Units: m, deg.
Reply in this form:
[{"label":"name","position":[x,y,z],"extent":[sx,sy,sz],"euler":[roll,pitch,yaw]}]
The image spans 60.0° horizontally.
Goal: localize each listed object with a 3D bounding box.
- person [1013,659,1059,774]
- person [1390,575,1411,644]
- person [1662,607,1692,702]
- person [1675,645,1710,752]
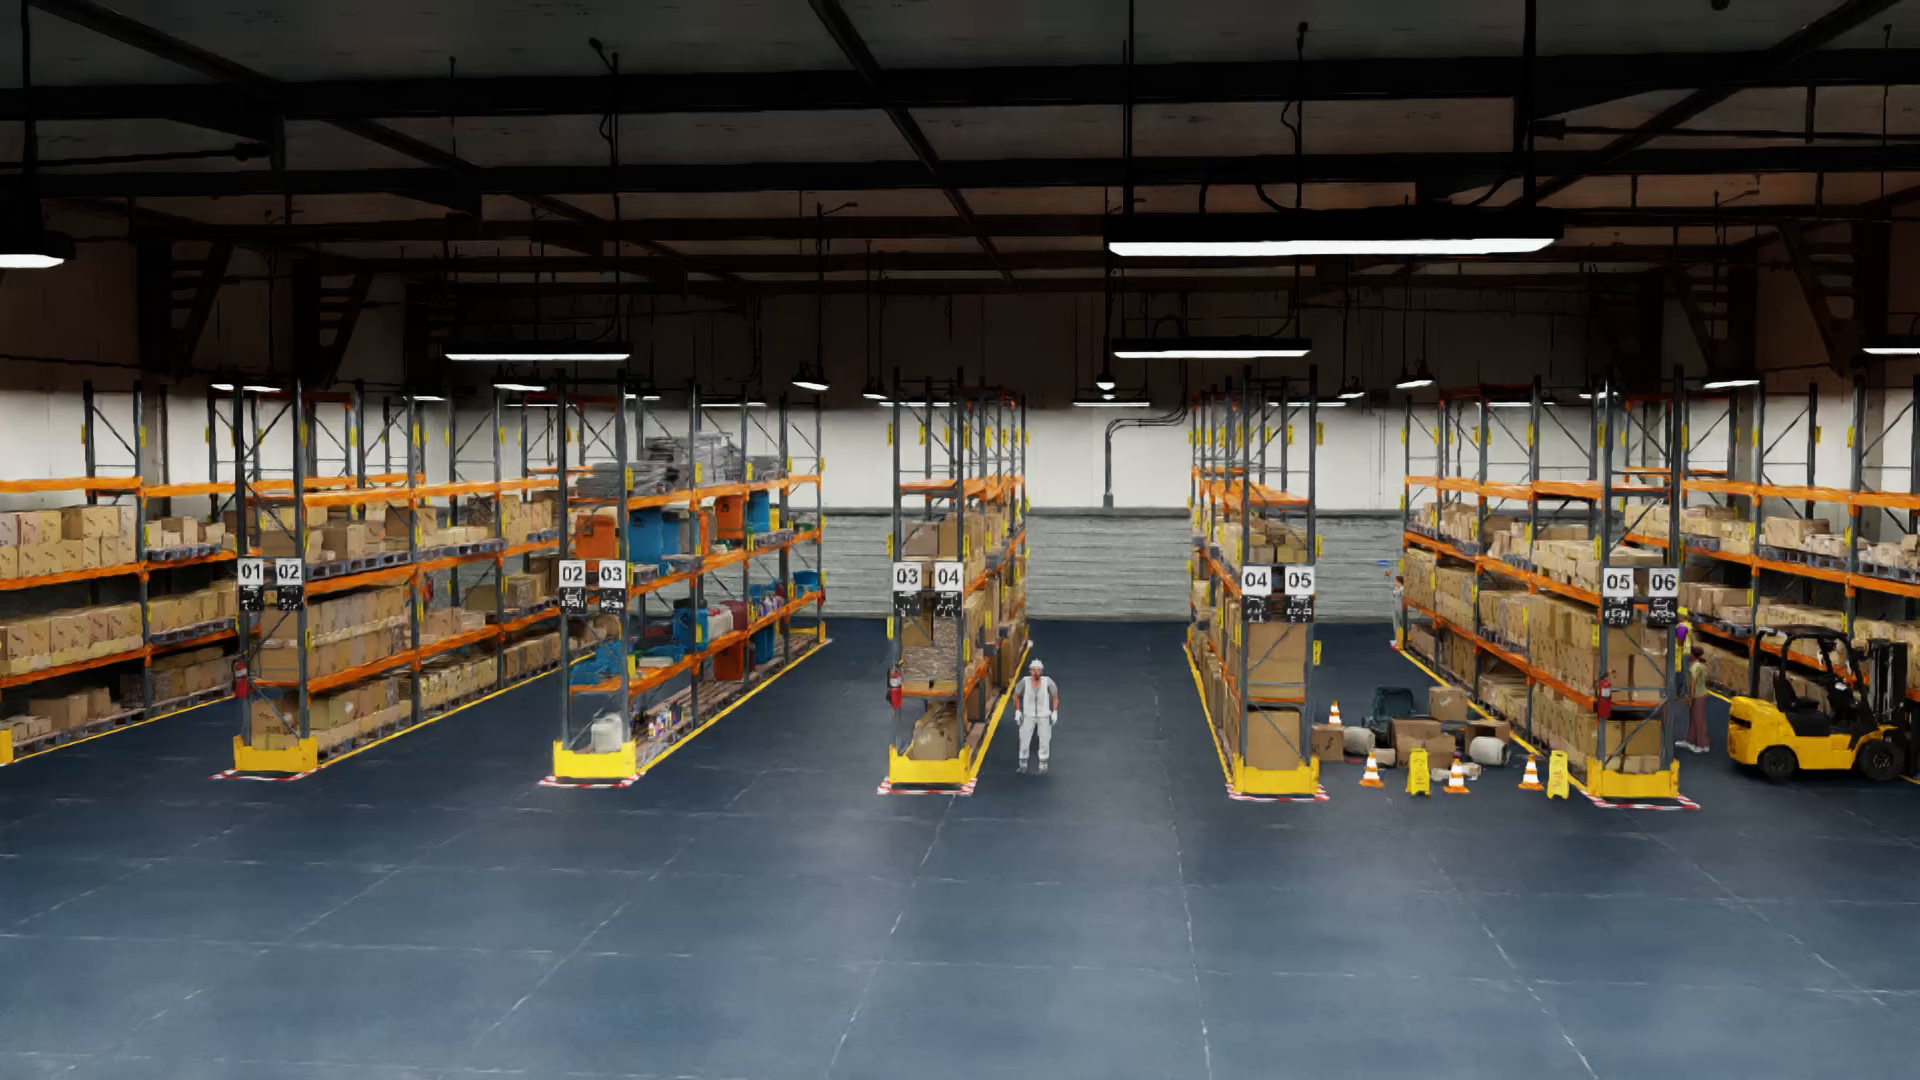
[{"label":"person","position":[1.119,2.612,24.598],"extent":[0.677,1.742,0.552],"euler":[0,4,4]},{"label":"person","position":[10.696,1.684,40.167],"extent":[0.520,1.667,0.549],"euler":[-1,4,-15]},{"label":"person","position":[13.643,2.149,31.530],"extent":[0.585,1.763,0.682],"euler":[2,4,27]},{"label":"person","position":[11.690,2.505,26.490],"extent":[0.569,1.668,0.560],"euler":[3,4,37]}]
